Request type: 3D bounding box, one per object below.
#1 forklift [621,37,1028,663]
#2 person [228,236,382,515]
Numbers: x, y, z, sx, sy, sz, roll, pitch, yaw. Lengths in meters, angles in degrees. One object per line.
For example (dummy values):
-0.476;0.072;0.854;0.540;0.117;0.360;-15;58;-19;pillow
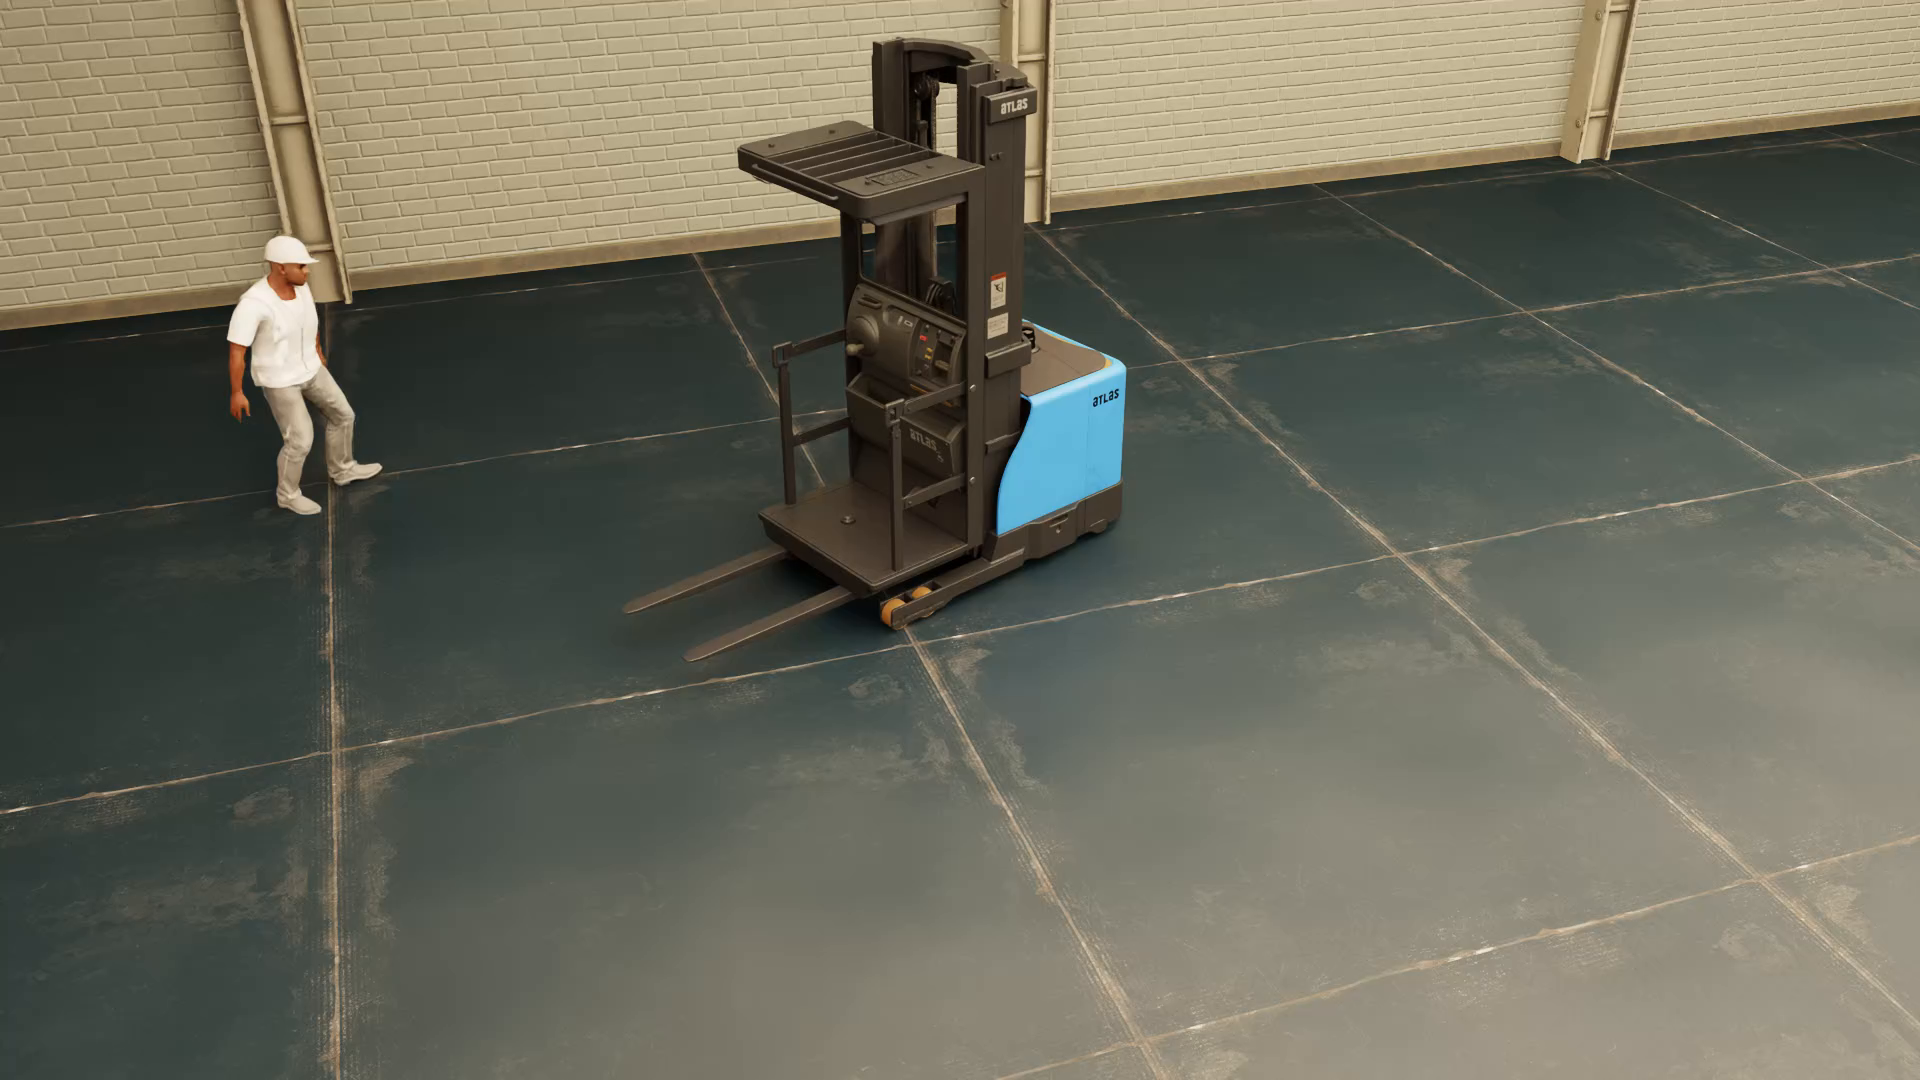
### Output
-0.464;-1.074;8.954;3.031;2.935;1.121;-23;37;-34;forklift
-4.000;-0.996;10.037;0.457;1.731;0.890;10;31;16;person
